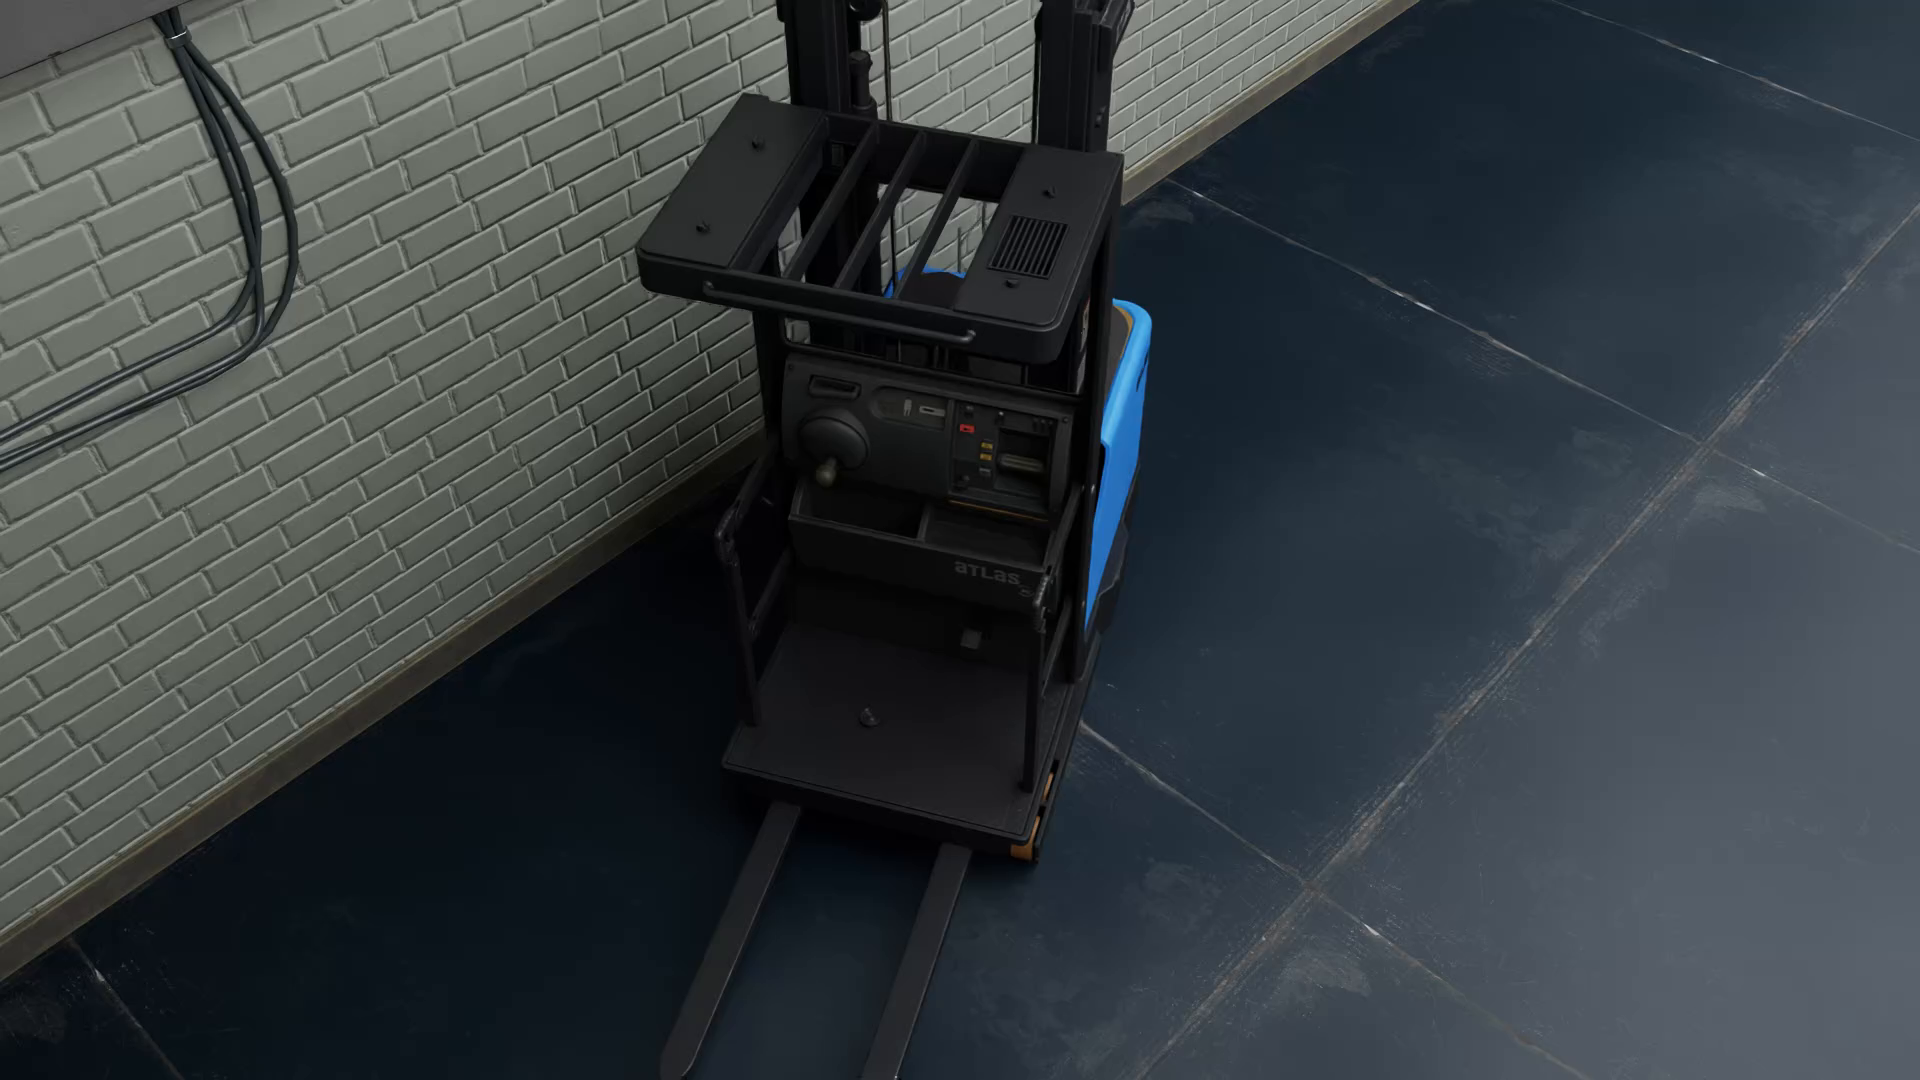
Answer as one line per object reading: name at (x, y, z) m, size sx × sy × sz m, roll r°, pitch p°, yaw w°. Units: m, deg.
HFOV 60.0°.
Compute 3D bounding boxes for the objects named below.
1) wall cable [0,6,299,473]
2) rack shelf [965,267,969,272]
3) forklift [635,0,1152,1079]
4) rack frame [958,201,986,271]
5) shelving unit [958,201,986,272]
wall cable at (-2.974, -0.696, 3.469) m, size 0.112 × 2.526 × 3.097 m, roll 34°, pitch 55°, yaw 28°
rack shelf at (0.130, -1.046, 6.585) m, size 0.180 × 0.103 × 0.258 m, roll 19°, pitch 50°, yaw 17°
forklift at (-0.169, -0.215, 5.050) m, size 1.130 × 2.935 × 3.031 m, roll 12°, pitch 48°, yaw 11°
rack frame at (0.048, -0.859, 6.842) m, size 0.006 × 1.200 × 0.240 m, roll 19°, pitch 50°, yaw 17°
shelving unit at (0.130, -0.830, 6.815) m, size 0.189 × 1.200 × 0.258 m, roll 19°, pitch 50°, yaw 17°
